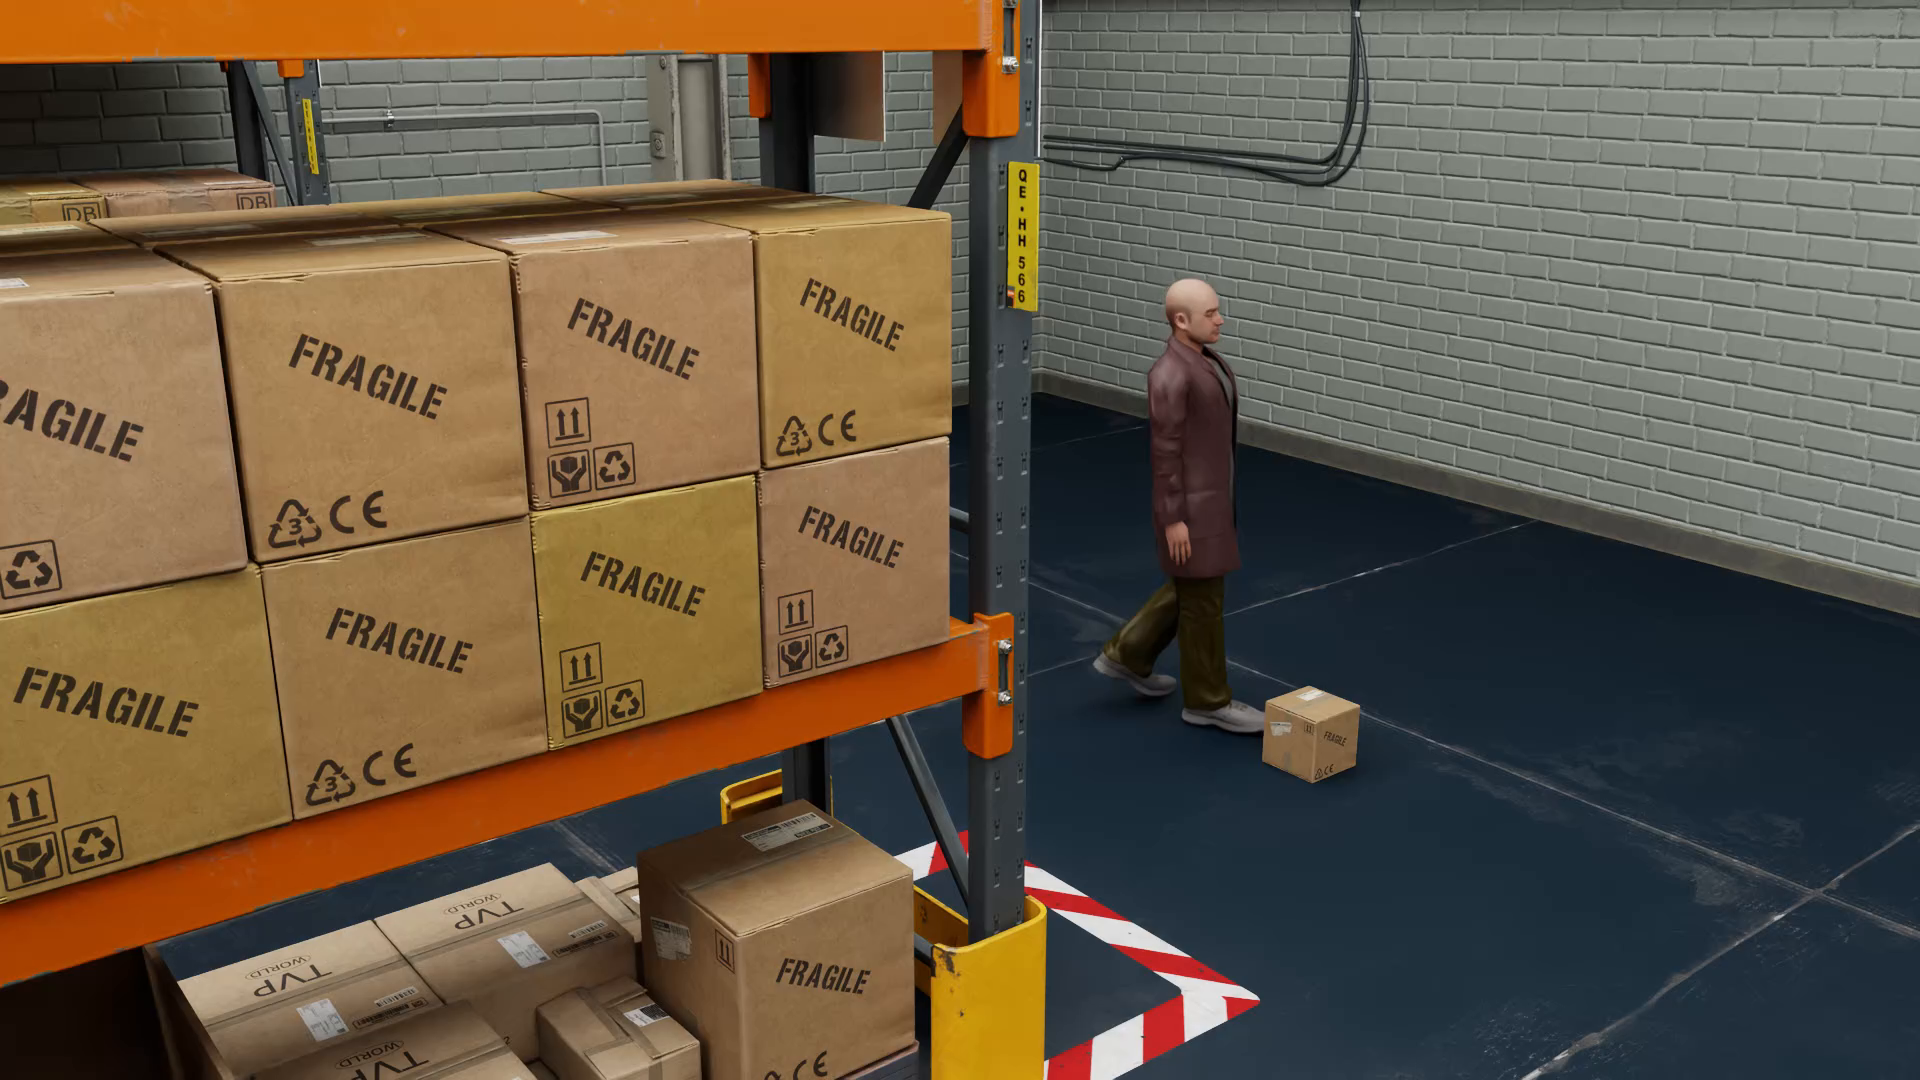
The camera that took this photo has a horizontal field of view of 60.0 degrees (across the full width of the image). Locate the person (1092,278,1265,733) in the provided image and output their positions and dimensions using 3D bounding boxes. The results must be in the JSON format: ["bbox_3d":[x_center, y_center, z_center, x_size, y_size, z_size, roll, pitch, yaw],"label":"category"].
[{"bbox_3d":[0.894,-0.136,6.485,0.757,1.773,0.602,5,18,17],"label":"person"}]
